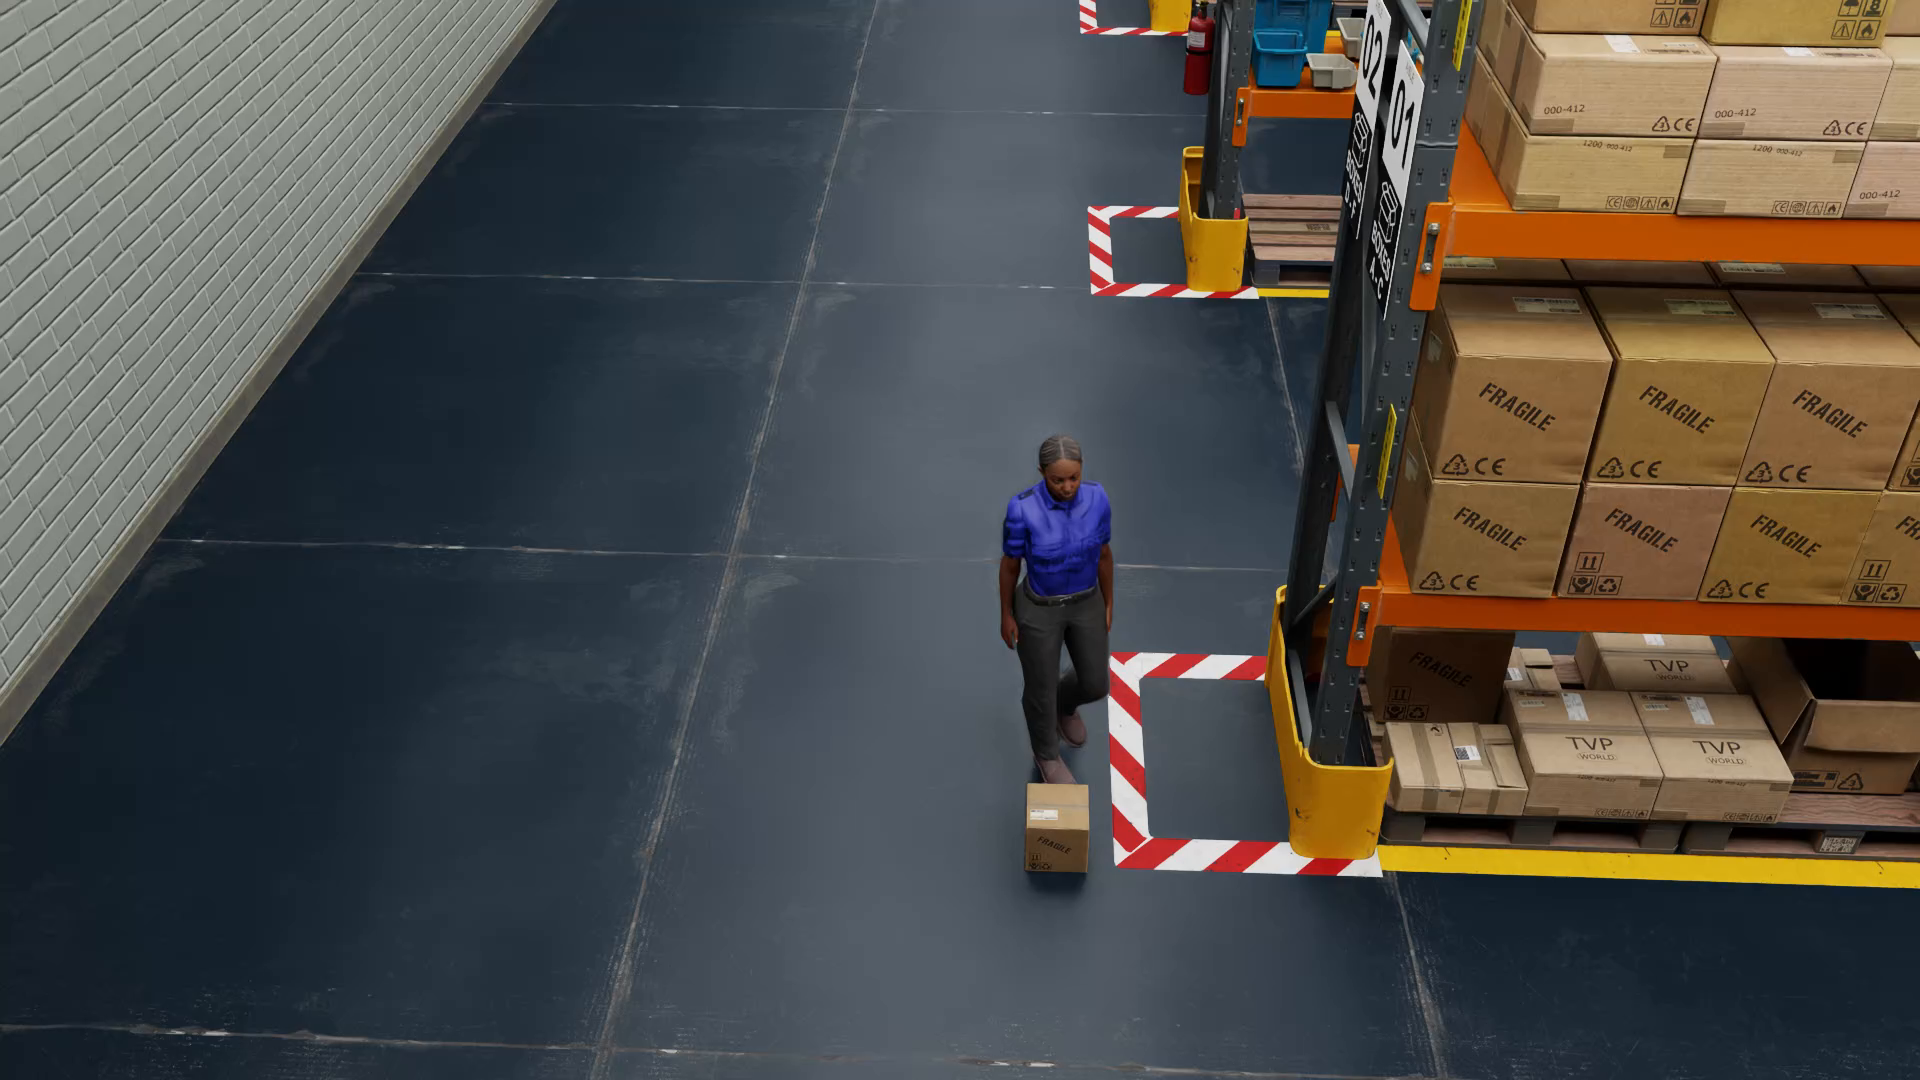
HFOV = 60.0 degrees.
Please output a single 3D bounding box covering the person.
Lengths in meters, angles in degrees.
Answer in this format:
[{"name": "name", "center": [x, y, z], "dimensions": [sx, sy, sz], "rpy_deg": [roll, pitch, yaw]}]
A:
[{"name": "person", "center": [0.389, 0.277, 6.728], "dimensions": [0.463, 1.673, 0.505], "rpy_deg": [-11, 37, -15]}]
